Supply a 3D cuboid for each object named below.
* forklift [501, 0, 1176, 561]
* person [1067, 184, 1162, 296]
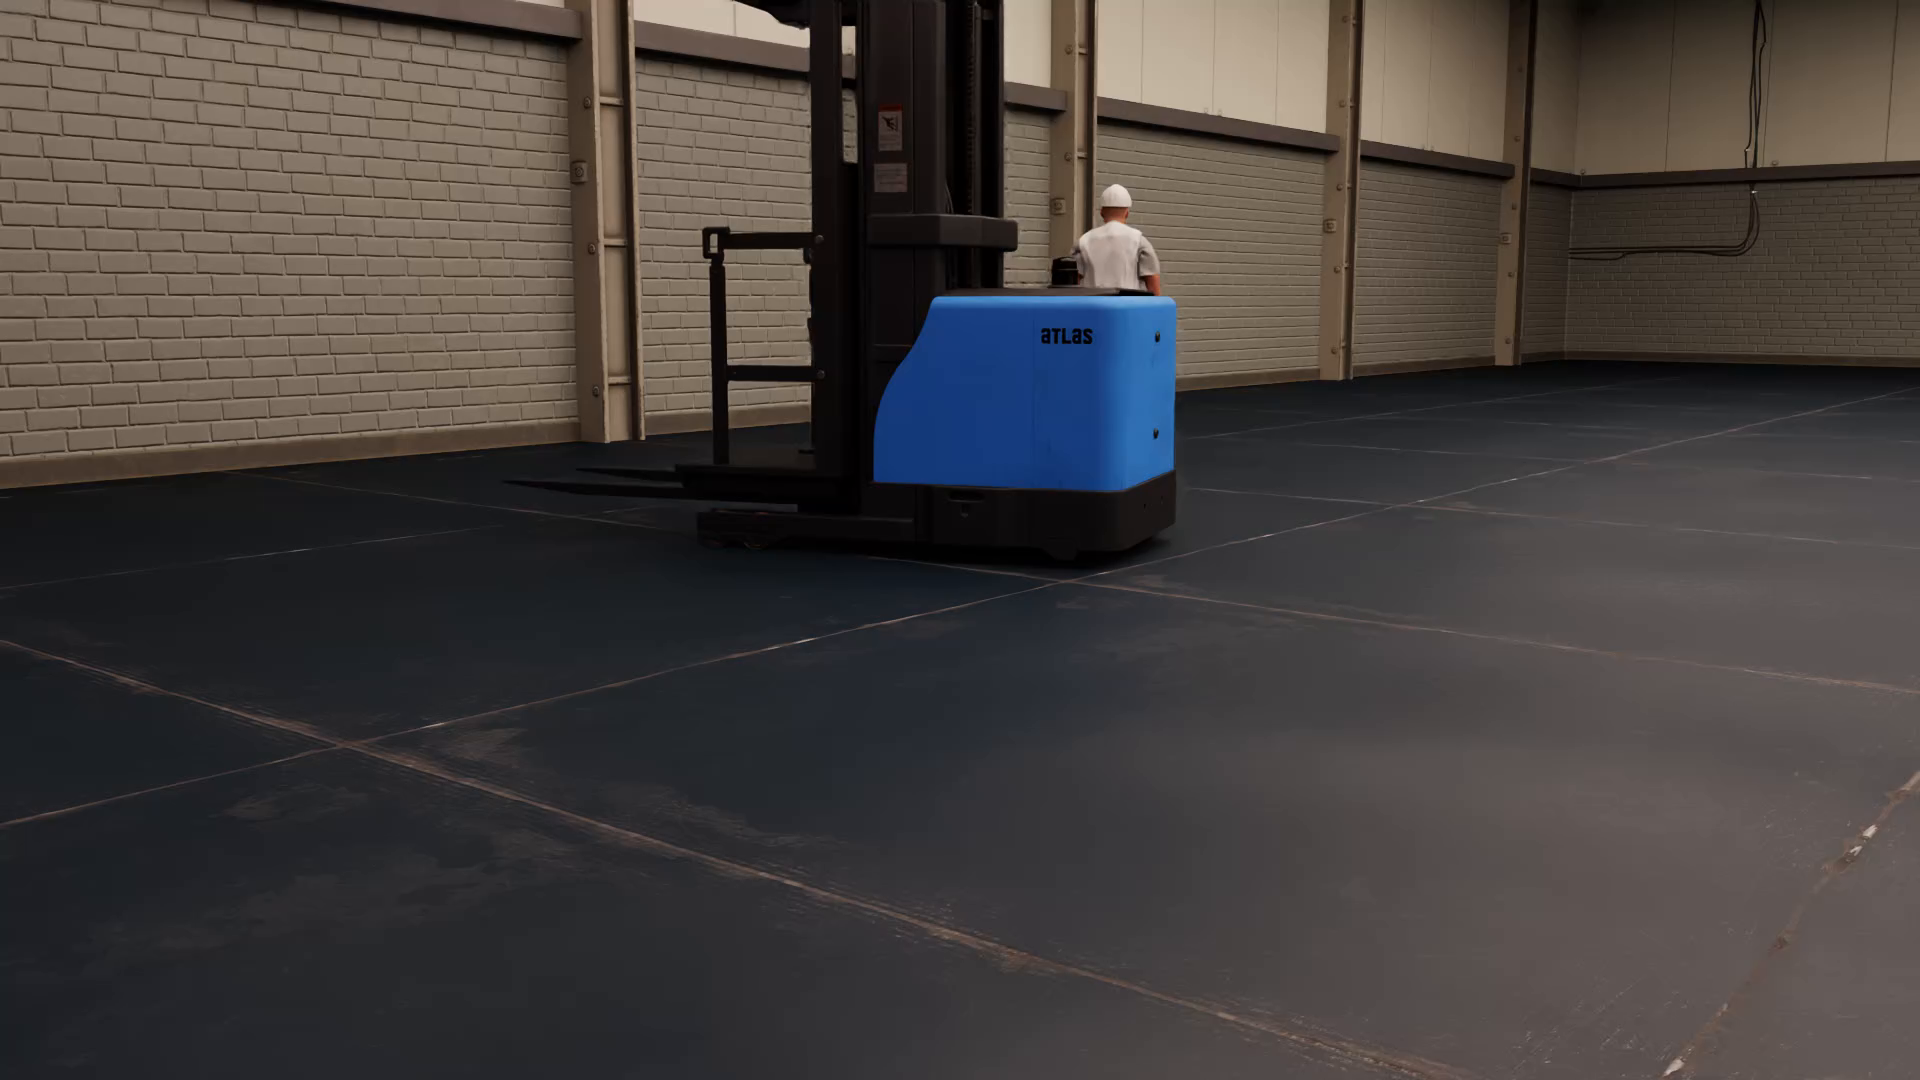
[{"bbox_3d":[-0.607,-1.475,7.359,3.031,2.935,1.130,3,9,20],"label":"forklift"},{"bbox_3d":[0.981,-1.327,10.540,0.631,1.816,0.559,3,9,19],"label":"person"}]
